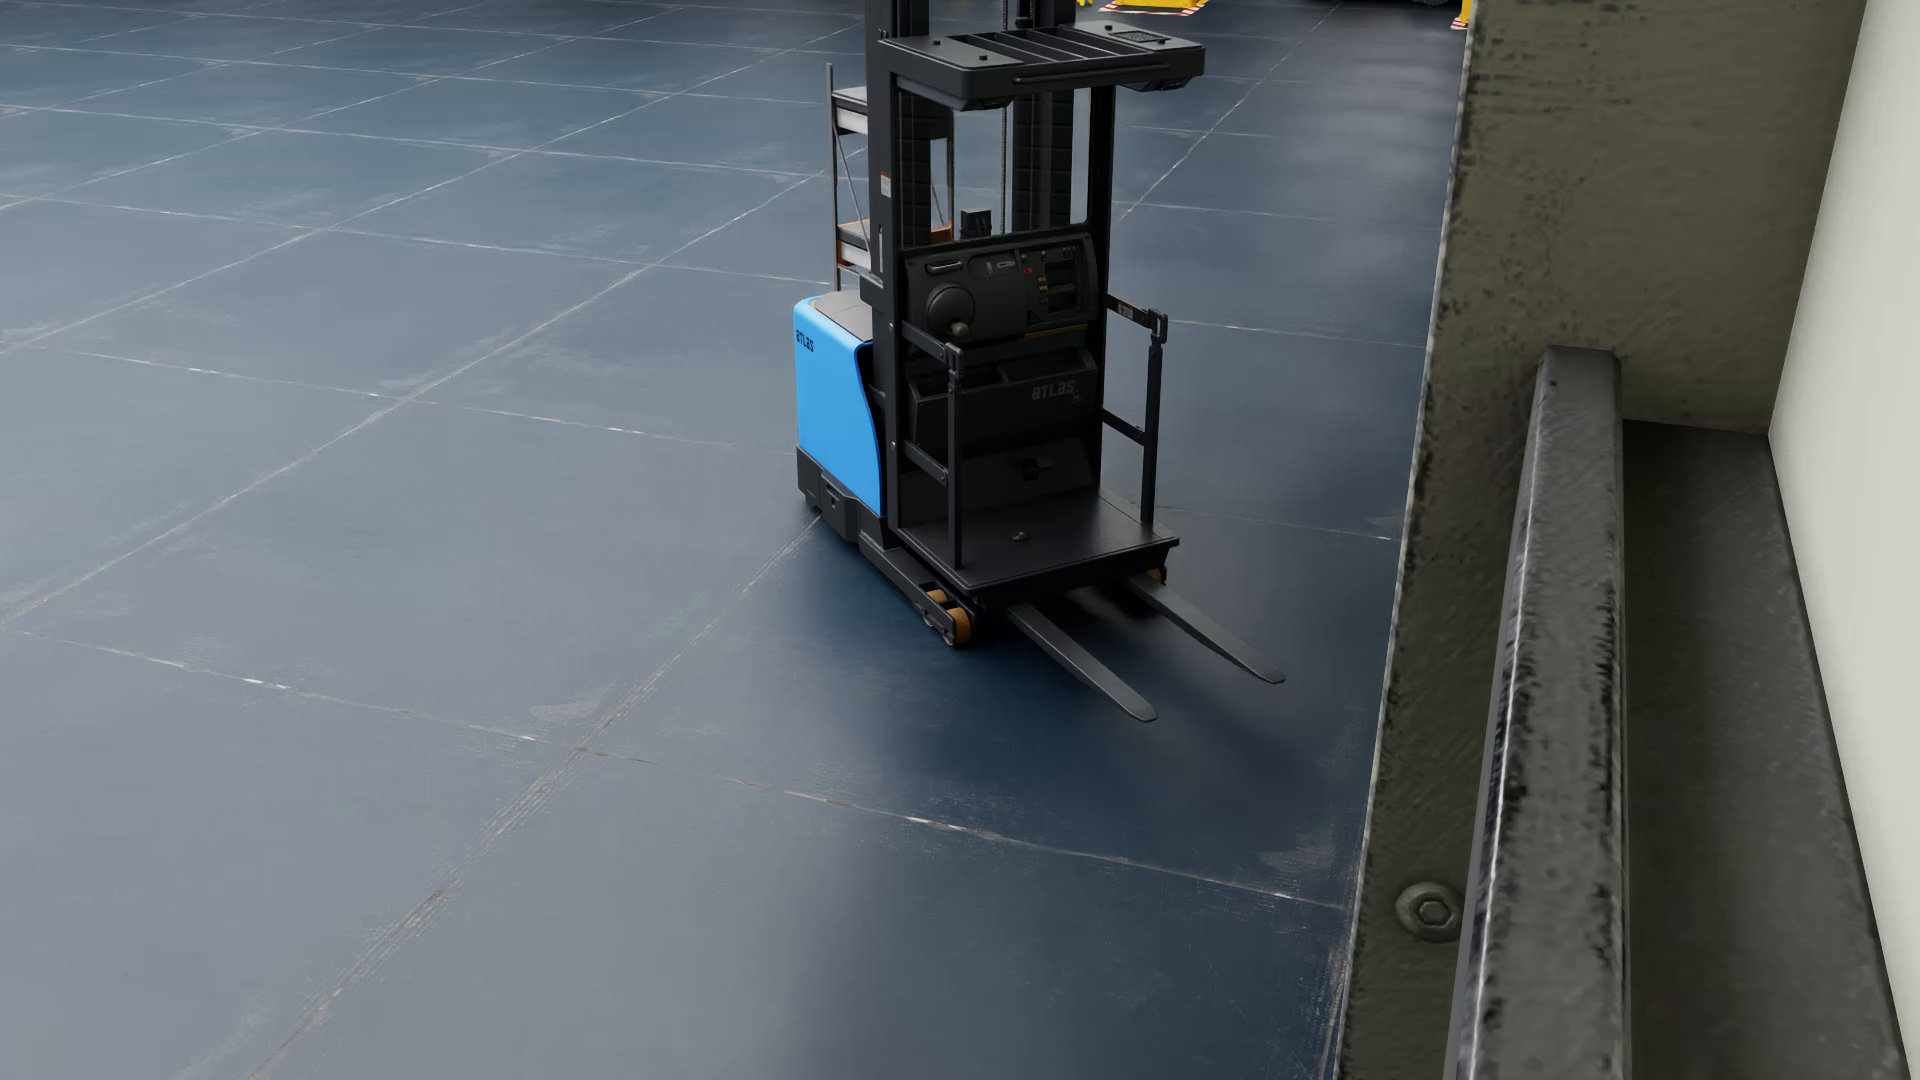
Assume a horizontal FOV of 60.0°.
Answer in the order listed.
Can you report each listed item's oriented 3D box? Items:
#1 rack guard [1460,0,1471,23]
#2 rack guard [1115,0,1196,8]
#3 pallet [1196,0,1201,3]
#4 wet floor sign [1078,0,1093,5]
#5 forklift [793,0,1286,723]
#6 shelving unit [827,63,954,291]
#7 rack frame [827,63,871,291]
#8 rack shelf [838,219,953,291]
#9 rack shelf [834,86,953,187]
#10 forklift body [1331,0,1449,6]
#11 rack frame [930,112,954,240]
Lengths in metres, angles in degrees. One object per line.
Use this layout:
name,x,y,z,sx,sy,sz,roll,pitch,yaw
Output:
rack guard,7.541,-7.384,22.927,1.175,0.500,0.348,9,27,17
rack guard,2.892,-8.143,24.496,1.175,0.500,0.348,9,27,17
pallet,3.196,-8.342,25.237,1.003,0.211,1.213,9,27,17
wet floor sign,1.795,-8.255,24.559,0.267,0.644,0.232,20,32,35
forklift,0.291,-1.079,7.116,1.130,2.935,3.031,-13,29,-25
shelving unit,-0.355,-1.463,8.863,0.503,2.100,0.431,-18,31,-33
rack frame,-0.549,-1.399,8.730,0.015,2.100,0.400,-18,31,-33
rack shelf,-0.355,-1.451,8.868,0.480,0.518,0.431,-18,31,-33
rack shelf,-0.355,-2.081,8.563,0.480,0.518,0.431,-18,31,-33
forklift body,6.460,-9.181,24.744,2.313,2.155,1.214,9,27,17
rack frame,-0.160,-1.527,8.995,0.015,2.100,0.400,-18,31,-33
